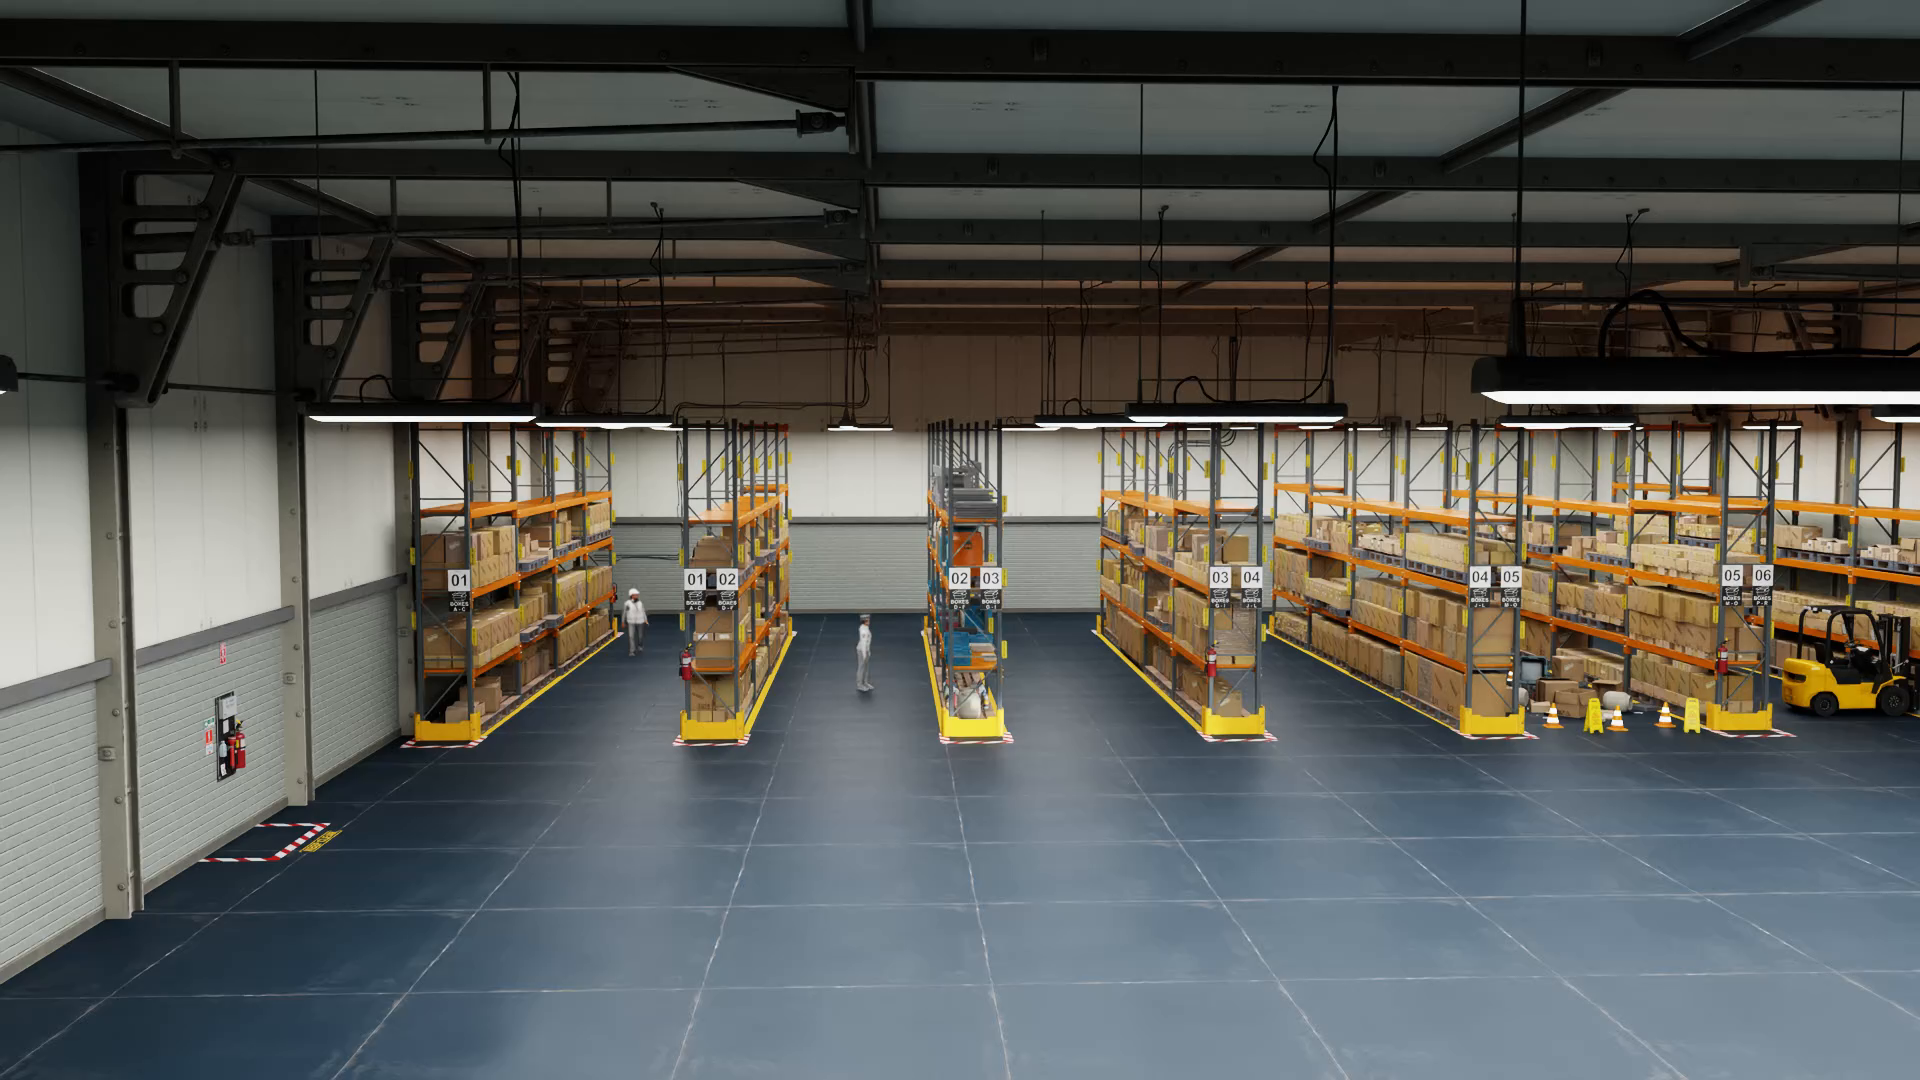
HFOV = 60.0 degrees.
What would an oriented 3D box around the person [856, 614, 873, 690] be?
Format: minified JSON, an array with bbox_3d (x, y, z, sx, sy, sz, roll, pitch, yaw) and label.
[{"bbox_3d":[-2.134,2.506,37.194,0.370,1.685,0.506,0,4,-1],"label":"person"}]

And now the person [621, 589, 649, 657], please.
[{"bbox_3d":[-8.385,2.122,42.877,0.706,1.731,1.066,0,4,-7],"label":"person"}]
